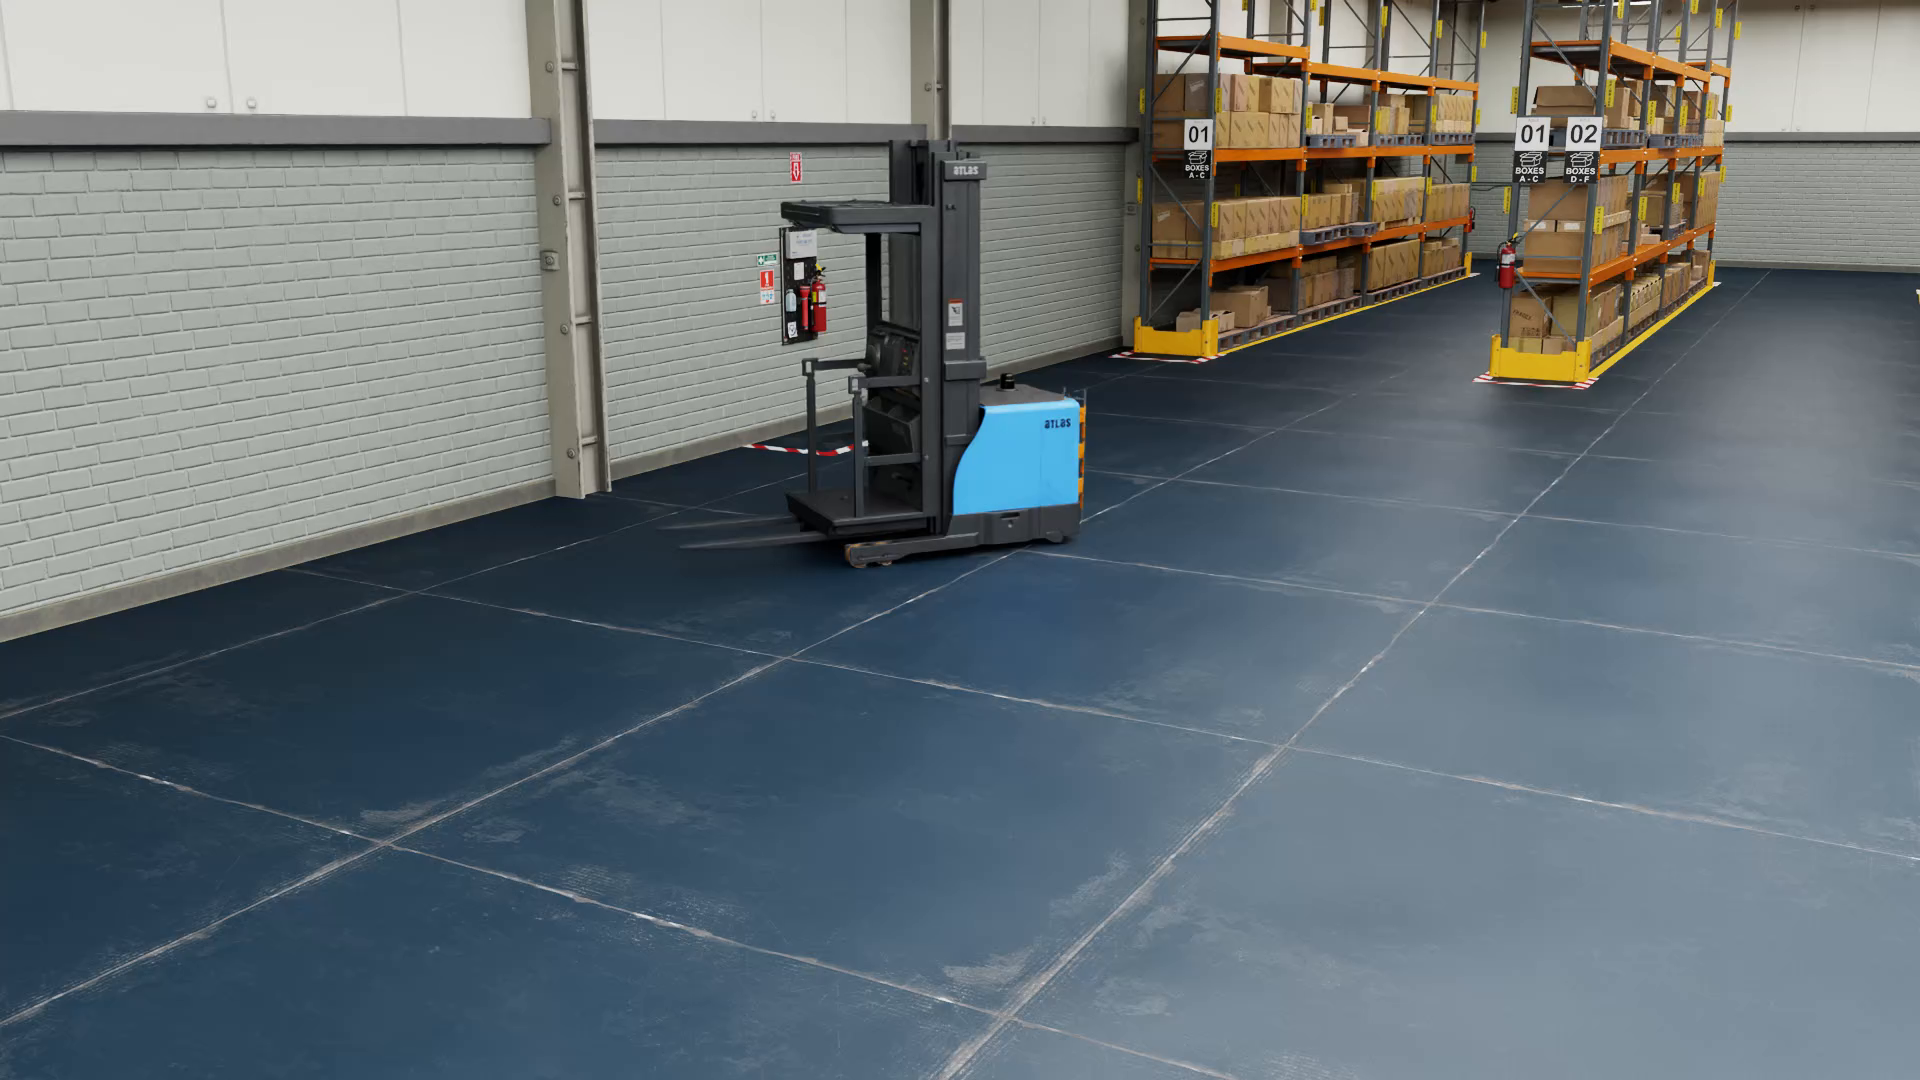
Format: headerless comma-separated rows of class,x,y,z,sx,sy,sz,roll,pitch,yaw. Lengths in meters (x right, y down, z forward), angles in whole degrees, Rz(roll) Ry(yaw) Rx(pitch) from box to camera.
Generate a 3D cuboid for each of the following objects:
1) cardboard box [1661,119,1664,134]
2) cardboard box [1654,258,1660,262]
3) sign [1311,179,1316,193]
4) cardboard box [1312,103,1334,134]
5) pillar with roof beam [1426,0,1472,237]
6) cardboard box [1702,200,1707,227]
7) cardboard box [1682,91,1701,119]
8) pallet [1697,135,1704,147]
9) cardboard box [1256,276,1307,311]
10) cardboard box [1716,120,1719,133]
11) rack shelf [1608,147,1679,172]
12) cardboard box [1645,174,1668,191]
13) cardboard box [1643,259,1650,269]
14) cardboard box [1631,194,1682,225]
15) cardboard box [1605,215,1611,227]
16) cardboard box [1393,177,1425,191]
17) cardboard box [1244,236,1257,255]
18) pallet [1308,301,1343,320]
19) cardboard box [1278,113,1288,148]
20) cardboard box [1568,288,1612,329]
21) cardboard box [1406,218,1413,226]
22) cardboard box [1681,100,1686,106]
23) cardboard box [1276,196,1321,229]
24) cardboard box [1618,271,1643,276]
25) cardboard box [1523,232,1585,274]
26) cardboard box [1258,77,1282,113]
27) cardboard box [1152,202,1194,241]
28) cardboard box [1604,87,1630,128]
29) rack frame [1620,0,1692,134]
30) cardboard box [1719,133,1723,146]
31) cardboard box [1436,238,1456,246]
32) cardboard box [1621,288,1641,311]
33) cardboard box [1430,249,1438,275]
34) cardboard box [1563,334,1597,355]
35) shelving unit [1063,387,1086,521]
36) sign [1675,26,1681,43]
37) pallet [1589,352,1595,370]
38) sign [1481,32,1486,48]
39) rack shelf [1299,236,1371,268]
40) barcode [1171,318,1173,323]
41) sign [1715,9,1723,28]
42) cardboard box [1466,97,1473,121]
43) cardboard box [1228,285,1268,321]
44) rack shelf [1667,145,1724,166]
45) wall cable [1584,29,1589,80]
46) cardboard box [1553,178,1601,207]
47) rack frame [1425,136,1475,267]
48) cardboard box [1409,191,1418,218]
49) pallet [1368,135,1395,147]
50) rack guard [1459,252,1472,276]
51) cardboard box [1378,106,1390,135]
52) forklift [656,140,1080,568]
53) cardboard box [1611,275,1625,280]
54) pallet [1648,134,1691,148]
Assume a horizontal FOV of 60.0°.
cardboard box,11.034,-6.652,26.748,0.500,0.250,0.500,6,15,24
cardboard box,13.164,-5.130,31.807,0.500,0.500,0.500,7,15,28
sign,6.378,-6.347,29.991,0.100,0.325,0.005,7,15,28
cardboard box,5.862,-6.969,27.529,0.500,0.500,0.500,7,15,26
pillar with roof beam,15.049,-10.444,36.654,9.100,9.000,0.548,7,15,28
cardboard box,14.111,-6.312,32.103,0.500,0.500,0.500,7,15,28
cardboard box,13.339,-8.079,30.899,0.700,0.500,0.500,7,15,28
pallet,12.761,-7.223,30.096,1.213,0.211,1.003,7,15,28
cardboard box,5.273,-4.053,27.340,0.700,0.500,0.500,8,16,30
cardboard box,14.559,-8.092,32.553,0.500,0.250,0.500,7,15,28
rack shelf,10.237,-5.860,25.574,1.077,0.370,4.000,7,15,28
cardboard box,13.155,-6.650,31.371,0.500,0.500,0.500,7,15,28
cardboard box,11.965,-4.966,29.526,0.500,0.250,0.500,7,15,27
cardboard box,12.019,-5.722,28.760,0.700,0.500,0.500,11,17,38
cardboard box,8.458,-4.256,22.188,0.380,0.149,0.250,8,15,29
cardboard box,8.797,-6.985,32.618,0.500,0.250,0.500,8,16,29
cardboard box,4.002,-4.294,24.221,0.500,0.250,0.500,7,15,27
pallet,5.896,-3.957,28.497,1.003,0.211,1.213,7,15,28
cardboard box,4.648,-6.184,25.128,0.500,0.500,0.500,6,15,23
cardboard box,8.518,-3.145,22.548,0.500,0.500,0.500,7,15,28
cardboard box,8.541,-6.166,32.201,0.380,0.149,0.250,7,15,28
cardboard box,12.526,-7.507,29.550,0.600,0.600,0.600,7,15,27
cardboard box,5.484,-5.378,27.290,0.700,0.500,0.500,9,16,34
cardboard box,11.450,-4.379,28.691,0.500,0.500,0.500,8,16,30
cardboard box,7.573,-3.663,21.115,0.700,0.500,0.500,7,15,28
cardboard box,4.428,-6.549,24.507,0.500,0.500,0.500,7,15,26
cardboard box,3.040,-4.503,23.489,0.500,0.500,0.500,7,15,27
cardboard box,8.378,-5.609,21.591,0.500,0.500,0.500,7,15,28
rack frame,11.204,-8.078,26.840,1.000,3.000,0.127,7,15,28
cardboard box,15.053,-8.053,33.457,0.500,0.250,0.500,7,15,28
cardboard box,10.456,-6.413,35.789,0.380,0.149,0.250,8,16,30
cardboard box,9.934,-3.640,25.005,0.500,0.311,0.500,7,15,27
cardboard box,9.496,-5.776,34.530,0.700,0.500,0.500,7,15,27
cardboard box,8.029,-2.576,21.788,0.500,0.250,0.500,7,15,28
shelving unit,0.817,-0.647,12.972,0.215,1.050,0.252,10,17,33
sign,14.596,-10.273,33.785,0.100,0.325,0.005,7,15,28
pallet,7.669,-2.326,21.733,1.003,0.211,1.213,7,15,28
sign,11.201,-10.708,35.587,0.100,0.325,0.005,7,15,28
rack shelf,5.899,-4.962,28.251,1.077,0.370,4.000,7,15,28
barcode,3.070,-3.173,24.073,0.001,0.075,0.075,7,15,28
sign,13.626,-9.368,29.861,0.100,0.325,0.005,7,15,28
cardboard box,10.618,-9.185,35.443,0.500,0.500,0.500,7,15,28
cardboard box,4.465,-3.683,25.804,0.500,0.500,0.500,6,15,24
rack shelf,14.104,-7.501,32.382,1.077,0.370,4.000,7,15,28
wall cable,16.148,-12.039,39.119,3.097,2.526,0.112,7,15,28
cardboard box,7.848,-4.413,21.458,0.700,0.500,0.500,7,15,27
rack frame,10.733,-7.363,36.676,1.000,3.000,0.127,7,15,28
cardboard box,8.559,-6.517,32.273,0.500,0.500,0.500,8,15,28
pallet,7.130,-7.227,30.112,1.213,0.211,1.003,8,16,31
rack guard,10.744,-6.153,36.990,1.175,0.500,0.348,7,15,28
cardboard box,7.539,-7.776,30.834,0.700,0.500,0.500,8,16,31
forklift,-0.667,-1.368,11.955,3.031,2.935,1.130,-6,15,-23
cardboard box,10.693,-4.228,27.443,0.500,0.311,0.500,8,16,30
pallet,10.954,-6.379,26.595,1.213,0.211,1.003,8,16,31
